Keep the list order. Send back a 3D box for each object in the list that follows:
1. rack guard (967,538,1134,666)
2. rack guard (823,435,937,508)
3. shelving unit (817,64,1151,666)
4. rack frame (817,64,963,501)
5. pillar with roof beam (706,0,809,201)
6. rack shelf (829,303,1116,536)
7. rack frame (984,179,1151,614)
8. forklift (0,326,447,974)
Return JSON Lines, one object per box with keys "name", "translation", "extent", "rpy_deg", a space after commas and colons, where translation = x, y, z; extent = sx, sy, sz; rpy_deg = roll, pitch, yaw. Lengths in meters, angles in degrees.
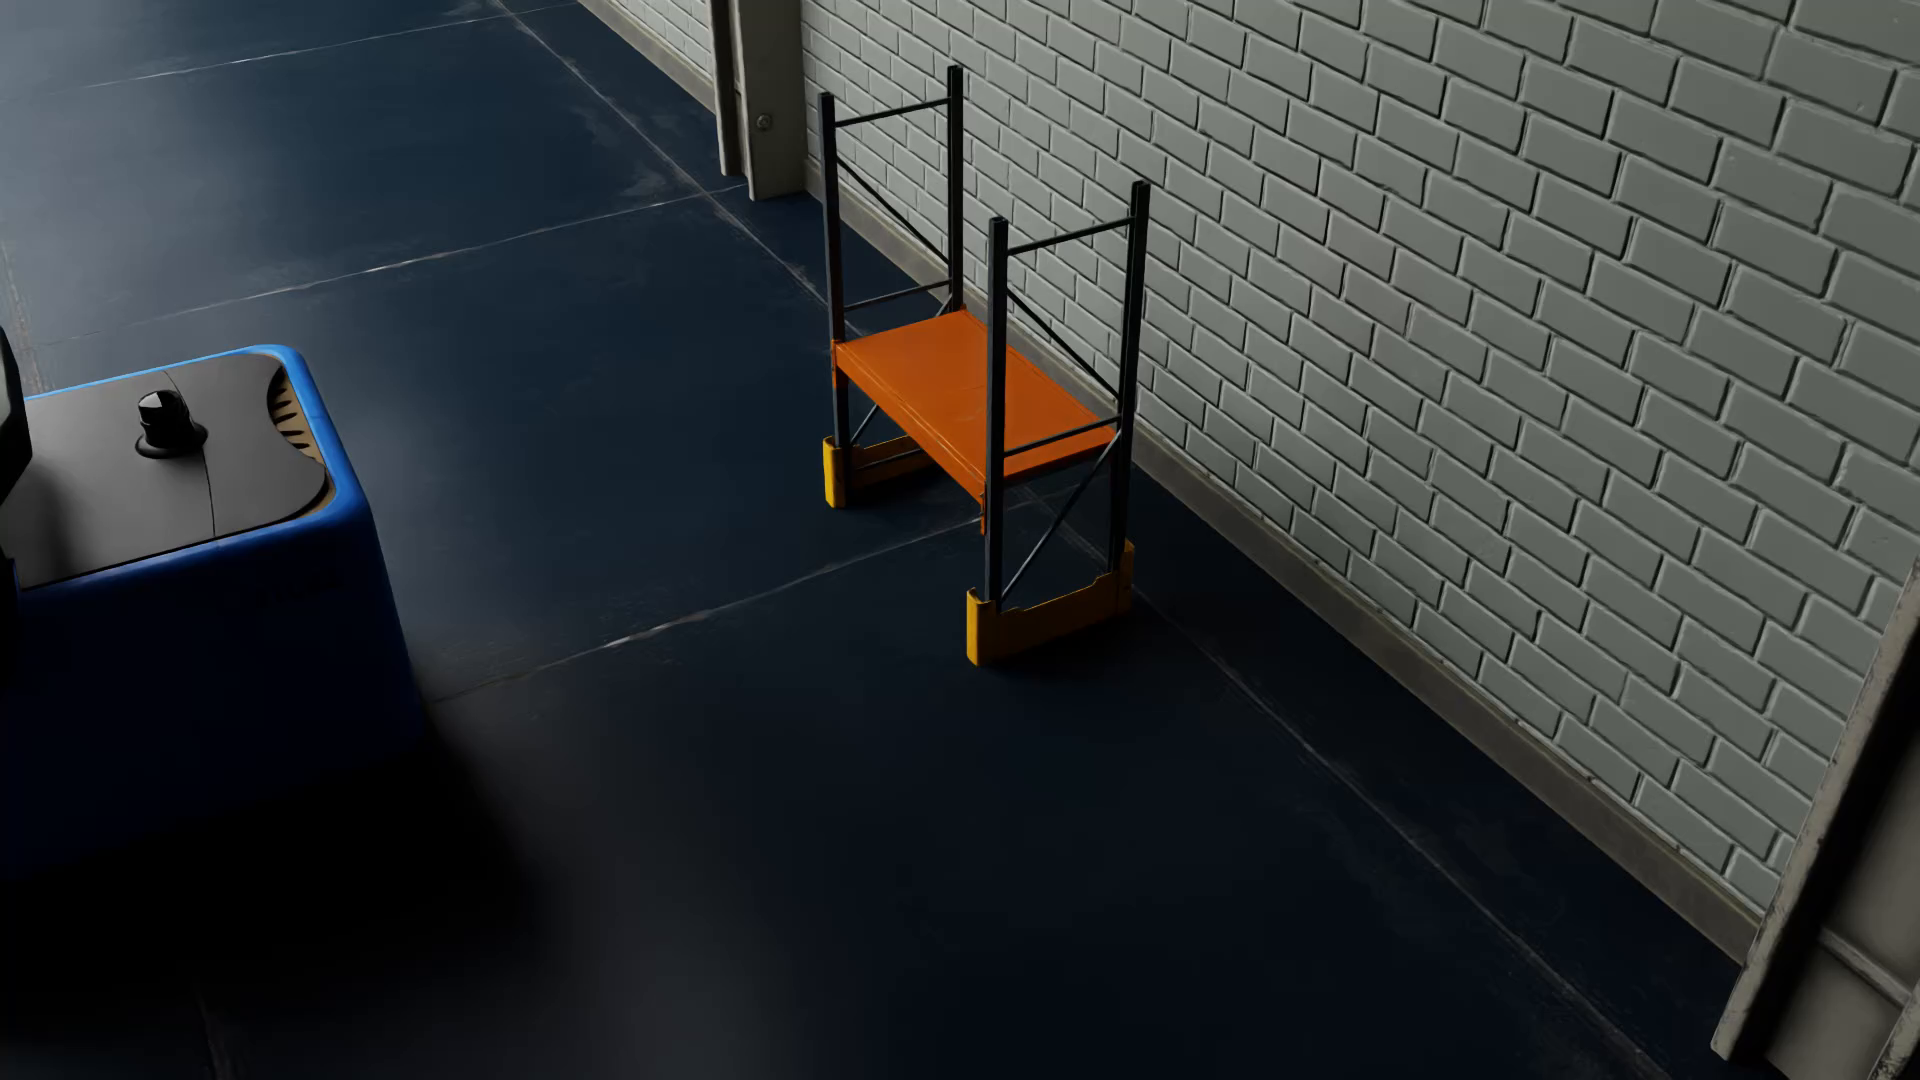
{"name": "rack guard", "translation": [0.288, 0.192, 5.275], "extent": [0.587, 0.250, 0.087], "rpy_deg": [-19, 40, -24]}
{"name": "rack guard", "translation": [-0.212, -0.316, 5.971], "extent": [0.587, 0.250, 0.087], "rpy_deg": [-19, 40, -24]}
{"name": "shelving unit", "translation": [0.038, -0.567, 5.254], "extent": [0.587, 1.500, 1.083], "rpy_deg": [-19, 40, -24]}
{"name": "rack frame", "translation": [-0.213, -0.821, 5.603], "extent": [0.500, 1.500, 0.032], "rpy_deg": [-19, 40, -24]}
{"name": "pillar with roof beam", "translation": [-4.677, -4.129, 3.774], "extent": [9.100, 9.000, 0.400], "rpy_deg": [-19, 40, -24]}
{"name": "rack shelf", "translation": [0.043, -0.417, 5.354], "extent": [0.538, 0.185, 1.000], "rpy_deg": [-19, 40, -24]}
{"name": "rack frame", "translation": [0.298, -0.303, 4.893], "extent": [0.500, 1.500, 0.032], "rpy_deg": [-19, 40, -24]}
{"name": "forklift", "translation": [-2.981, -0.229, 3.579], "extent": [3.031, 2.935, 1.130], "rpy_deg": [-18, 40, -23]}
